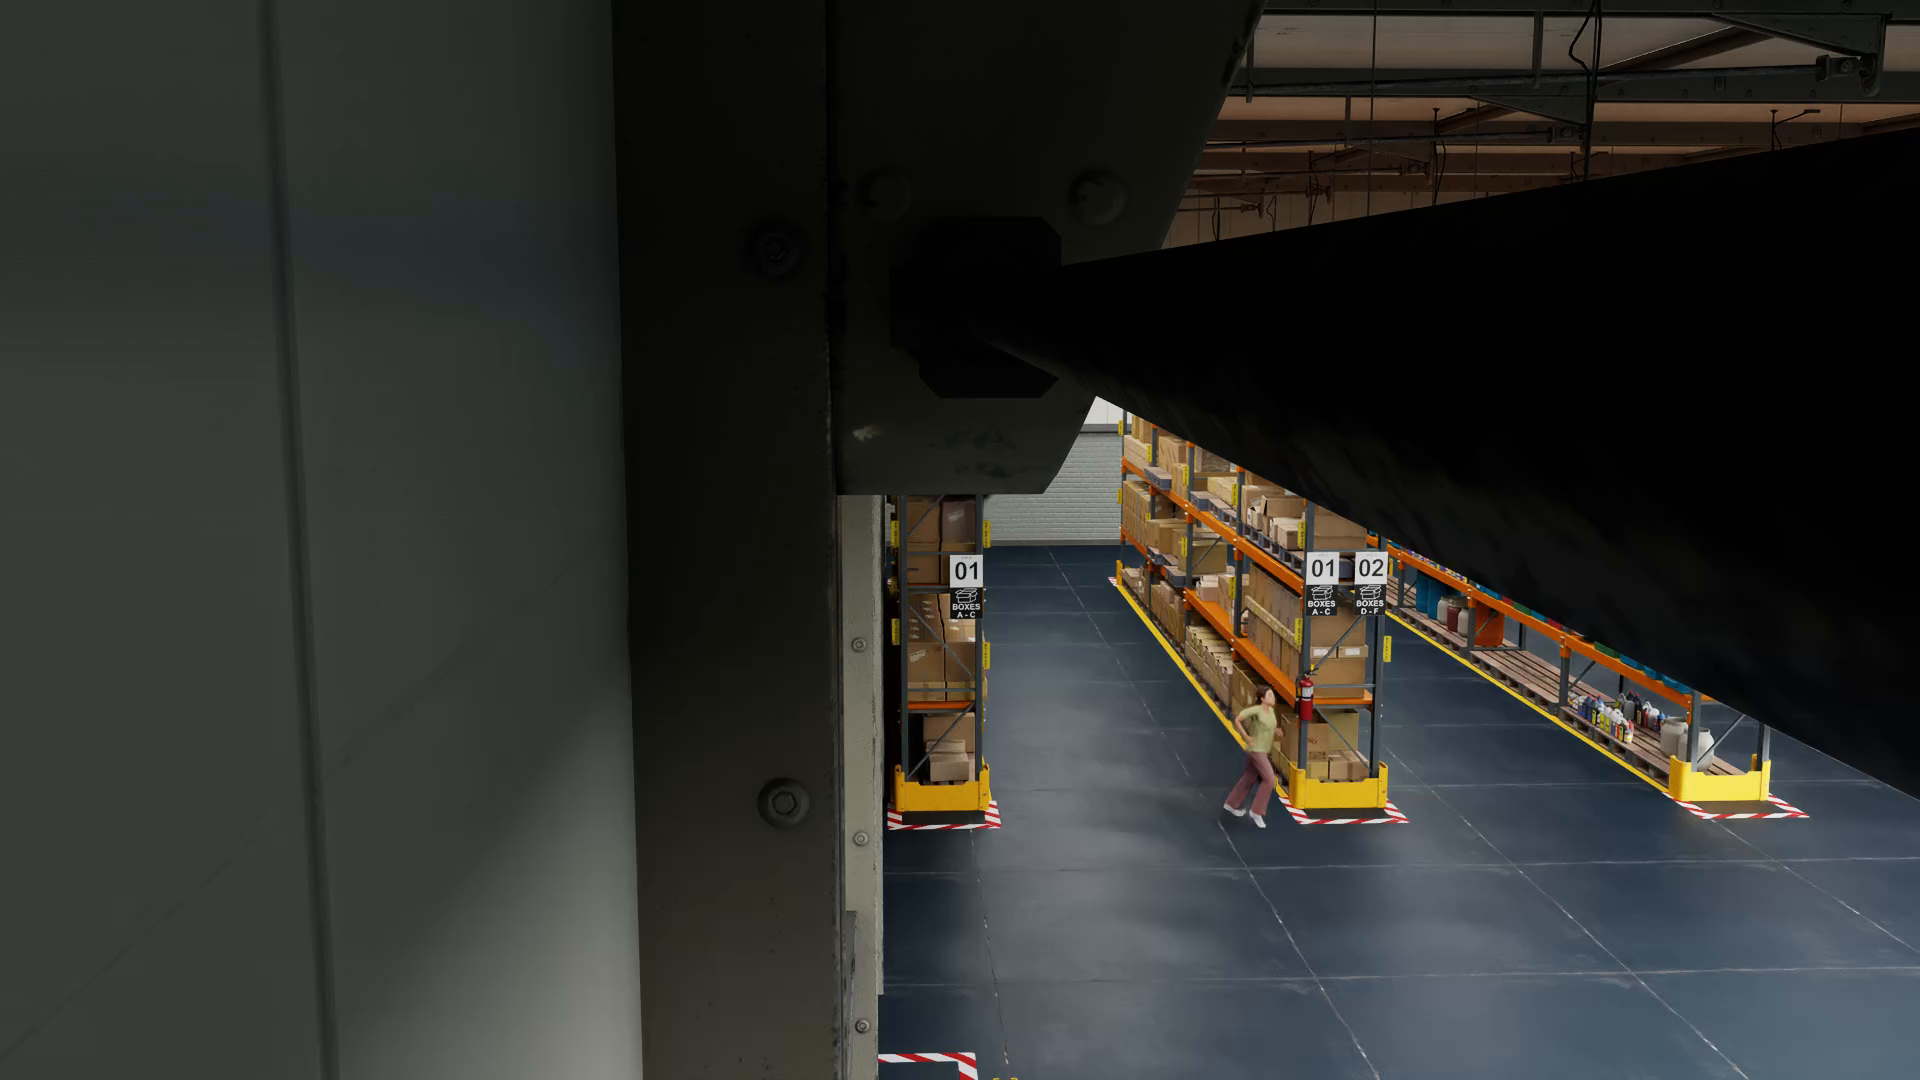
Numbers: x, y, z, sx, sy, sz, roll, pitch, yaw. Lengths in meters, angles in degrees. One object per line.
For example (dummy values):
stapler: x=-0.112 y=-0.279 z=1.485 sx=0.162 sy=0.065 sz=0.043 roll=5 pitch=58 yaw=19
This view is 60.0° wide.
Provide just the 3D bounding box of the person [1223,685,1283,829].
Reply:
person: x=3.570 y=2.575 z=20.065 sx=0.709 sy=1.712 sz=0.558 roll=6 pitch=10 yaw=36
